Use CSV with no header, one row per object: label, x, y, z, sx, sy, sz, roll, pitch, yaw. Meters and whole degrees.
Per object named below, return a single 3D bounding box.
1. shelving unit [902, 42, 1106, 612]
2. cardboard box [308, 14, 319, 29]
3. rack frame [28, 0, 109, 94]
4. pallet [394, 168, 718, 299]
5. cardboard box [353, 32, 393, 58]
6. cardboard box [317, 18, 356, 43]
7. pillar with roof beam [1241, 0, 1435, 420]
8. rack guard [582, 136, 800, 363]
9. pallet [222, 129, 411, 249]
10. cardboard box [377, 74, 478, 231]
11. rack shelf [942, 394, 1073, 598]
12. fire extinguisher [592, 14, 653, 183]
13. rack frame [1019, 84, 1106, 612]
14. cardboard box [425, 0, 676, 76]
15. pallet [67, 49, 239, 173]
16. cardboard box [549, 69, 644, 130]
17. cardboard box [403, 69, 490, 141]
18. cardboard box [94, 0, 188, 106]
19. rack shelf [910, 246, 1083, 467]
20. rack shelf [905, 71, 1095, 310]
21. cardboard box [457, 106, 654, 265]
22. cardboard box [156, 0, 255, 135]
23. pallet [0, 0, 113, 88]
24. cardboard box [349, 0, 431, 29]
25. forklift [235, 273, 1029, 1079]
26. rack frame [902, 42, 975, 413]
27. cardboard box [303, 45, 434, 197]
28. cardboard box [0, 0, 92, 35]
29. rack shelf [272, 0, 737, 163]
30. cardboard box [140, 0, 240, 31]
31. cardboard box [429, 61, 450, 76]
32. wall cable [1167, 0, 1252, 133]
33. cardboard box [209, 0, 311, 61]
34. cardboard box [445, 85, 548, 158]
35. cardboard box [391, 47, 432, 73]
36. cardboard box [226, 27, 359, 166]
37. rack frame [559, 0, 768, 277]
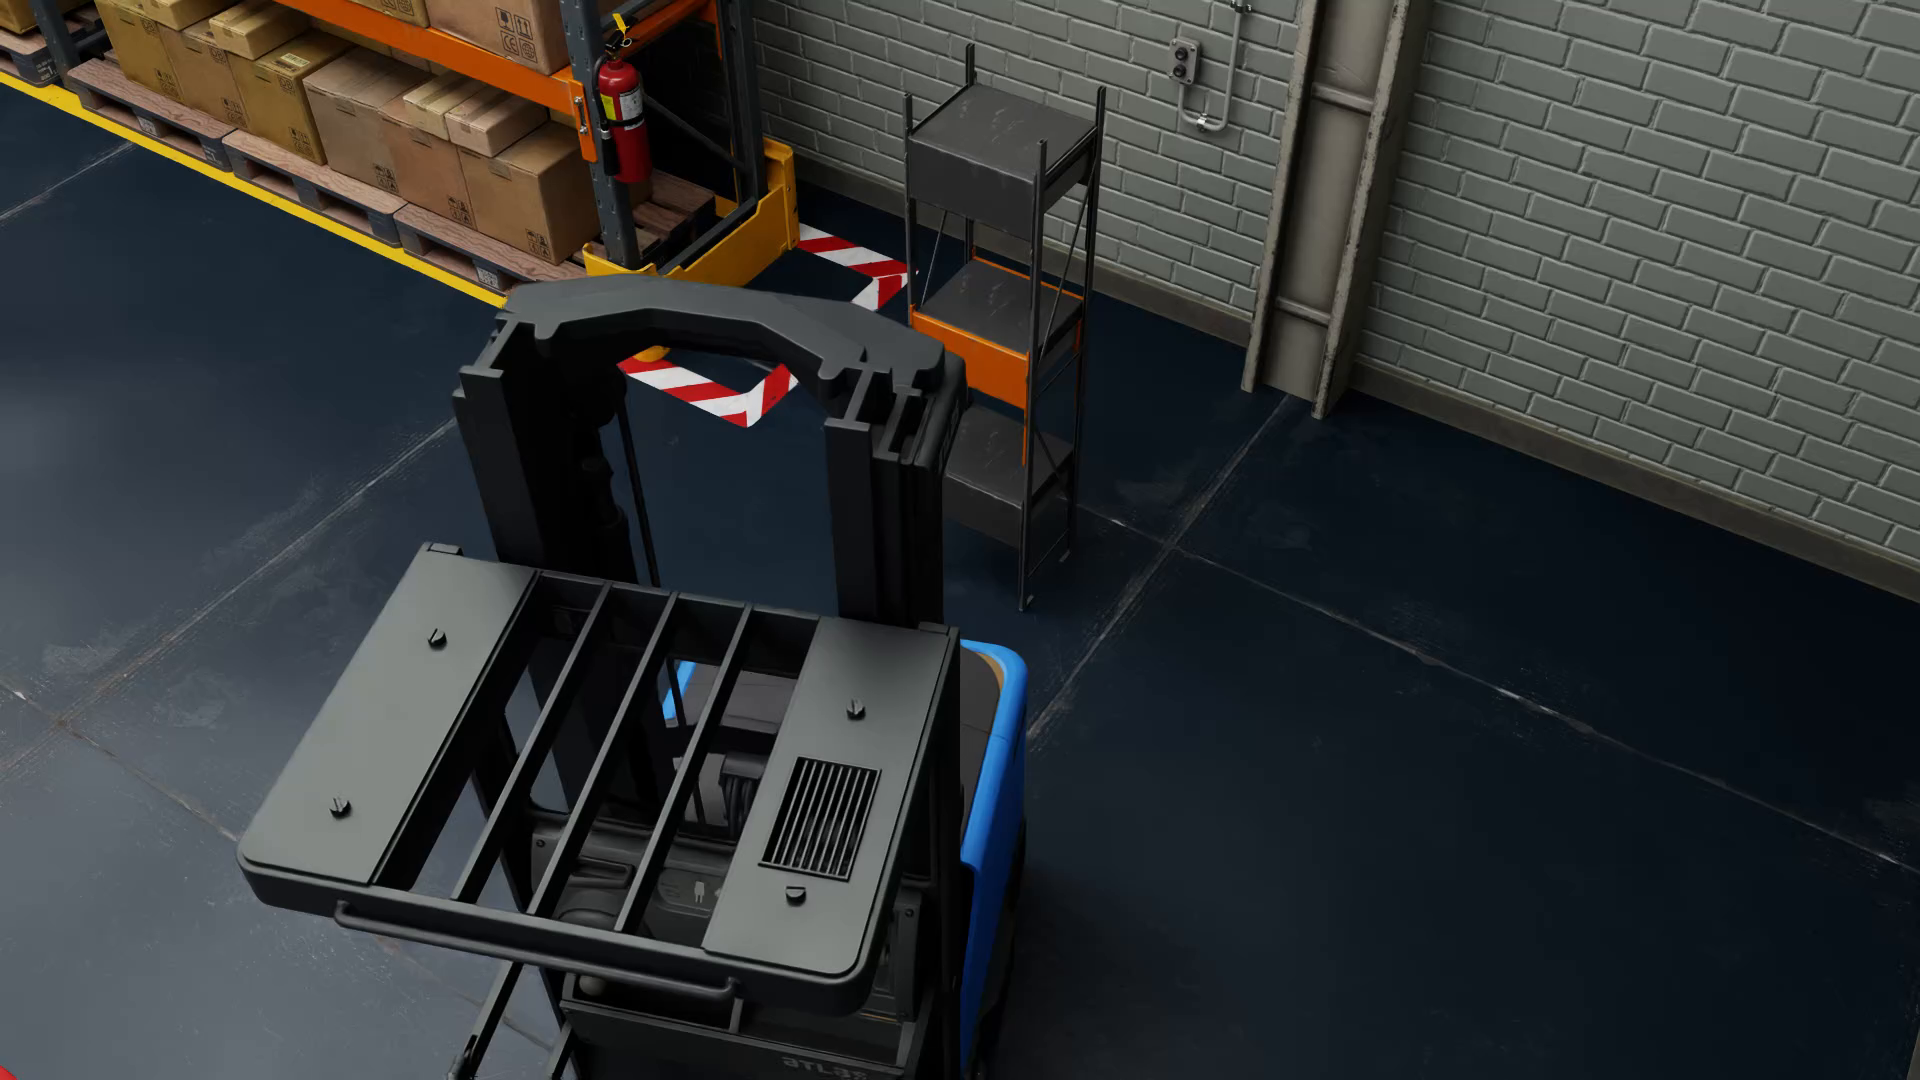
shelving unit,0.139,-0.668,5.935,0.503,2.100,0.431,25,51,22
cardboard box,-3.170,-2.731,8.310,0.250,0.149,0.380,25,51,22
rack frame,-4.609,-3.808,8.359,0.127,3.000,1.000,25,51,22
pallet,-1.957,-1.550,8.109,1.213,0.211,1.003,25,51,22
cardboard box,-2.740,-2.533,8.118,0.250,0.149,0.380,25,51,22
cardboard box,-2.953,-2.632,8.214,0.250,0.149,0.380,24,50,21
pillar with roof beam,-0.826,-1.228,1.669,0.400,9.000,9.100,25,51,22
rack guard,-1.221,-1.379,7.741,0.348,0.500,1.175,25,51,22
pallet,-2.980,-2.023,8.568,1.213,0.211,1.003,25,51,22
cardboard box,-2.306,-1.939,7.993,0.500,0.500,0.700,25,51,22
rack shelf,0.139,-0.170,6.446,0.480,0.518,0.431,25,51,22
fire extinguisher,-1.364,-1.765,6.688,0.183,0.674,0.296,25,51,22
rack frame,0.345,-0.573,5.843,0.015,2.100,0.400,25,51,22
cardboard box,-1.676,-2.555,6.932,0.700,0.700,0.980,27,52,24
pallet,-4.011,-2.495,9.027,1.213,0.211,1.003,25,51,22
cardboard box,-1.672,-2.044,7.642,0.250,0.149,0.380,25,51,22
cardboard box,-2.307,-2.009,7.609,0.250,0.149,0.380,26,51,23
cardboard box,-4.034,-2.732,8.763,0.500,0.500,0.700,25,51,23
rack shelf,0.139,-0.658,5.944,0.480,0.518,0.431,25,51,22
rack shelf,0.139,-1.146,5.442,0.480,0.518,0.431,25,51,22
cardboard box,-1.885,-1.745,7.804,0.500,0.500,0.700,25,51,22
cardboard box,-3.613,-2.535,8.572,0.500,0.500,0.700,24,51,22
pallet,-5.299,-3.089,9.605,1.213,0.211,1.003,25,51,22
cardboard box,-2.295,-2.830,7.199,0.700,0.700,0.980,24,51,22
forklift,-0.593,1.012,3.723,1.130,2.935,3.031,9,46,8
rack frame,-0.066,-0.762,6.026,0.015,2.100,0.400,25,51,22
cardboard box,-2.730,-2.133,8.181,0.500,0.500,0.700,23,50,21
cardboard box,-5.226,-3.378,9.147,0.750,0.750,0.750,25,51,23
rack shelf,-2.925,-2.783,7.864,4.000,0.370,1.077,25,51,22
cardboard box,-3.845,-2.715,8.295,0.250,0.149,0.380,26,51,23
cardboard box,-2.309,-2.336,7.927,0.250,0.149,0.380,25,51,22
wall cable,0.347,-2.689,6.563,1.851,1.984,0.084,25,51,22
cardboard box,-3.405,-2.513,8.098,0.250,0.149,0.380,23,50,21
cardboard box,-2.091,-1.911,7.513,0.250,0.149,0.380,24,51,22
cardboard box,-2.523,-2.434,8.022,0.250,0.149,0.380,25,51,23
cardboard box,-3.183,-2.335,8.378,0.500,0.500,0.700,26,51,23
rack frame,-1.242,-2.259,6.854,0.127,3.000,1.000,25,51,22
